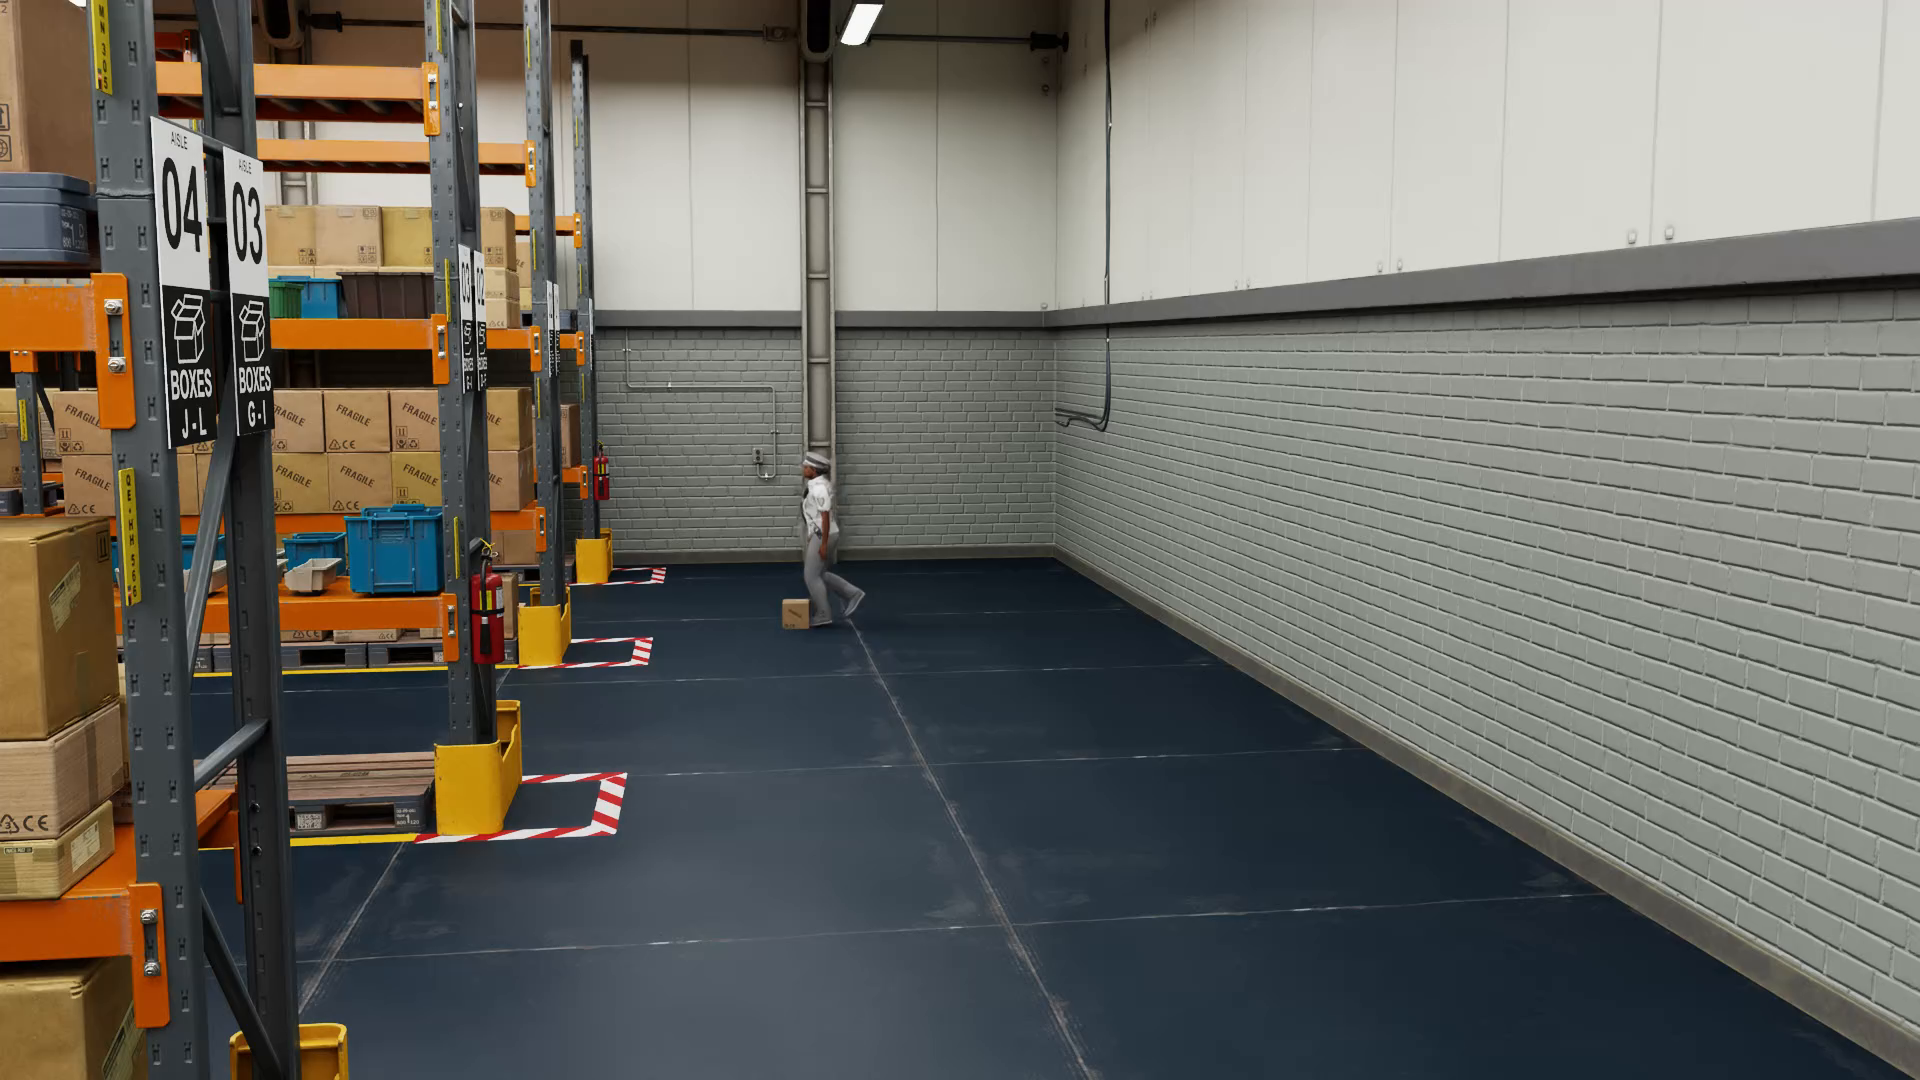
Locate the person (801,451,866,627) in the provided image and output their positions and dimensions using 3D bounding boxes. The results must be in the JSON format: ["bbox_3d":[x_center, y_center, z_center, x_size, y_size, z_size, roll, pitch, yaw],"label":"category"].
[{"bbox_3d":[-1.209,-0.018,15.869,0.604,1.664,0.490,0,7,-1],"label":"person"}]
